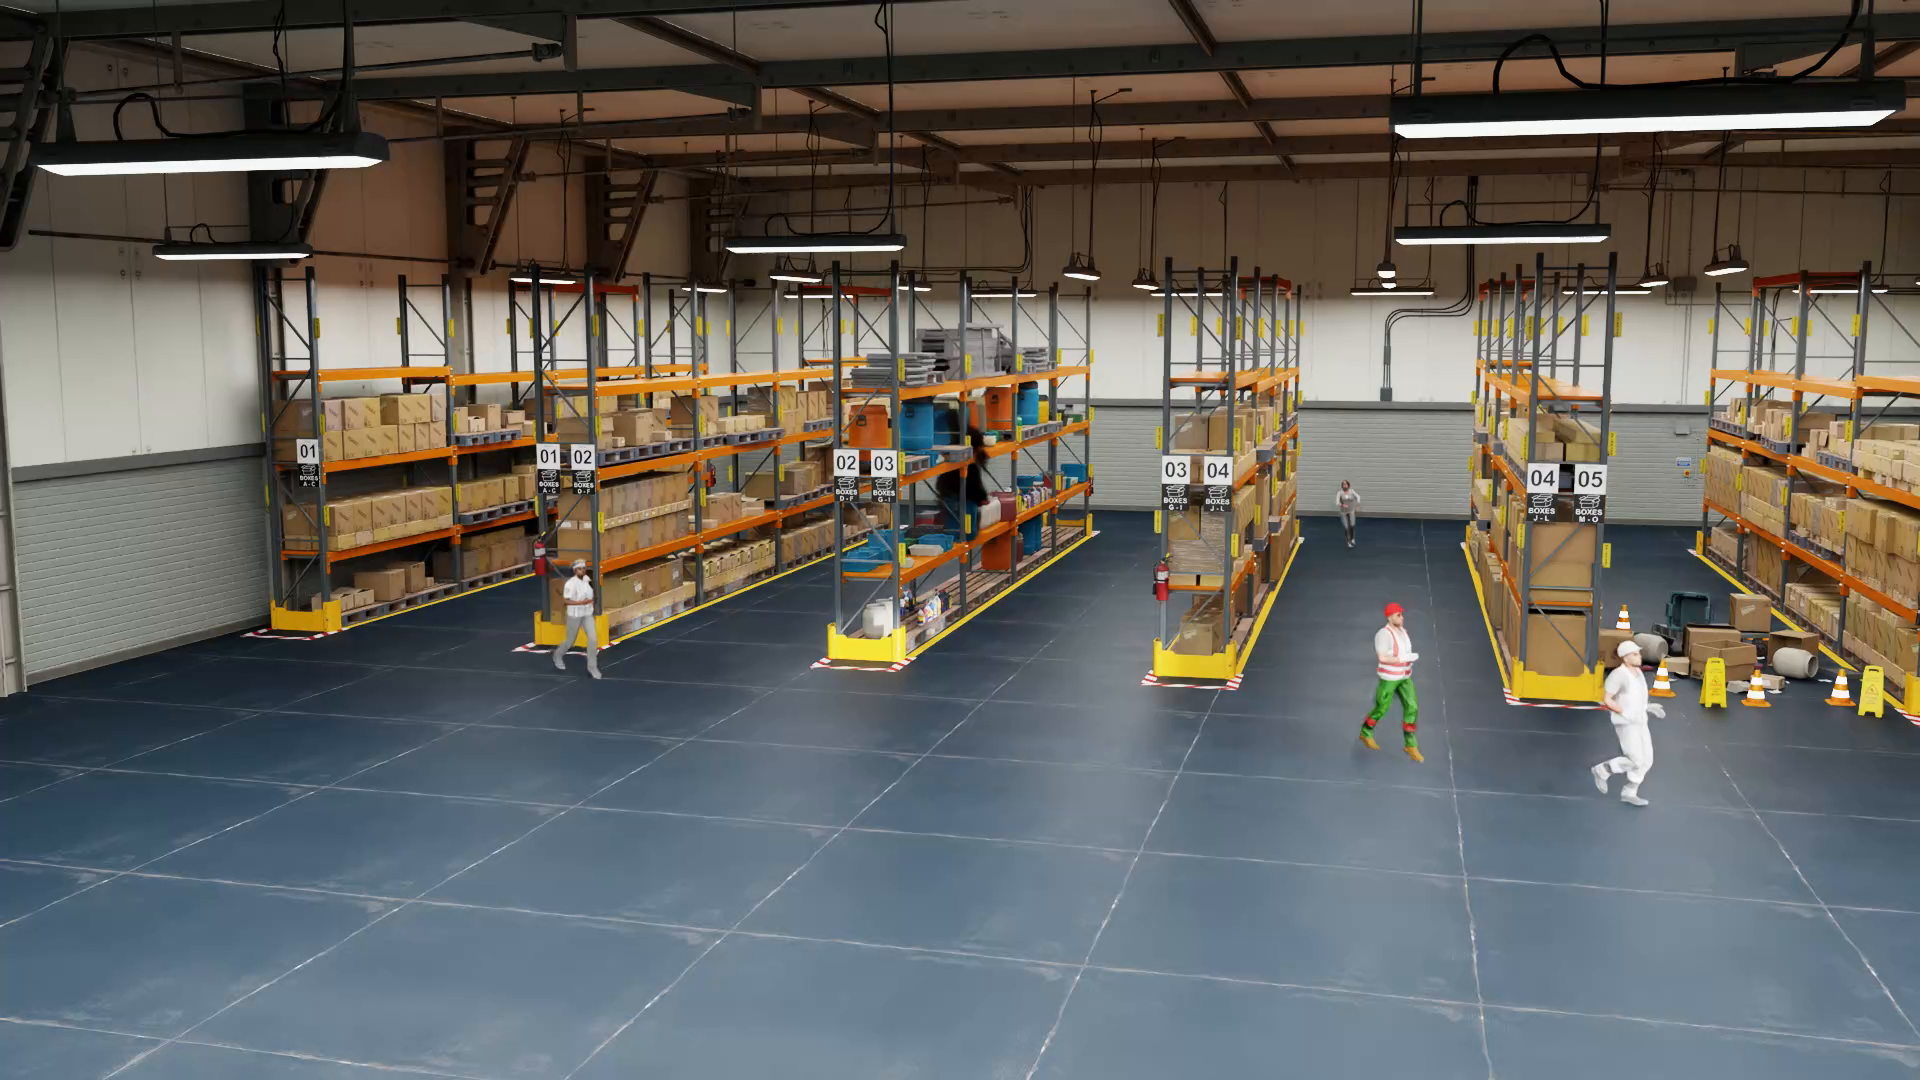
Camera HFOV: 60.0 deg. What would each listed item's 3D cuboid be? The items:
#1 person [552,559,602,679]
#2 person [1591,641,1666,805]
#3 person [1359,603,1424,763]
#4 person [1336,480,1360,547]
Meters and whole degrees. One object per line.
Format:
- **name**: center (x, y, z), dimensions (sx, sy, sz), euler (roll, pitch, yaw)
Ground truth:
- **person**: center (-5.539, 1.113, 24.123), dimensions (0.919, 1.737, 0.586), euler (7, 10, 44)
- **person**: center (7.040, 1.923, 17.554), dimensions (0.653, 1.736, 0.621), euler (-6, 10, -41)
- **person**: center (5.072, 1.638, 19.464), dimensions (0.654, 1.834, 0.855), euler (-5, 9, -33)
- **person**: center (8.868, -0.601, 38.064), dimensions (0.543, 1.548, 0.558), euler (2, 8, 15)
